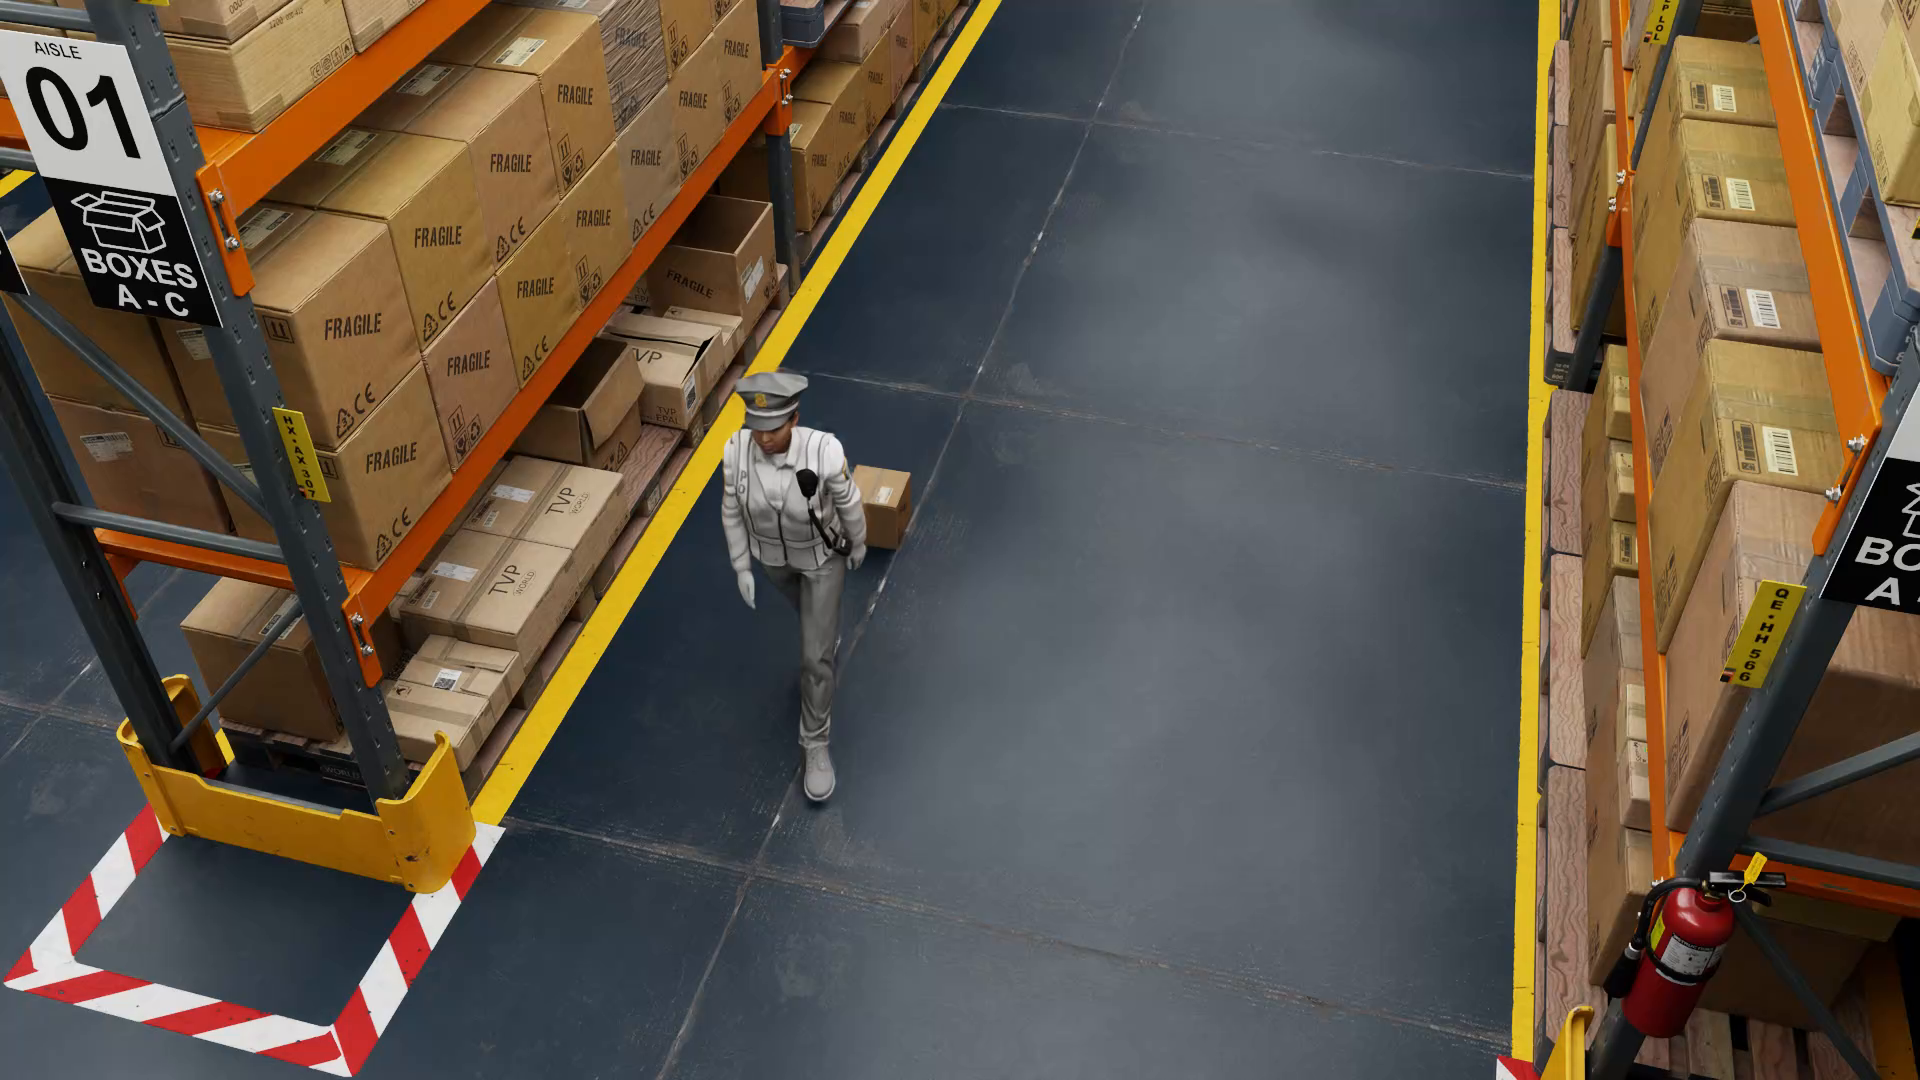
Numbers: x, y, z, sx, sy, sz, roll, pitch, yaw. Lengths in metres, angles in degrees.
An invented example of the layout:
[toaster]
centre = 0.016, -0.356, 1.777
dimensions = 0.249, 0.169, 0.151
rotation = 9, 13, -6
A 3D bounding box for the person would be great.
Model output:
[person]
centre = -0.617, 0.069, 6.064
dimensions = 0.490, 1.656, 0.846
rotation = 9, 42, 10
